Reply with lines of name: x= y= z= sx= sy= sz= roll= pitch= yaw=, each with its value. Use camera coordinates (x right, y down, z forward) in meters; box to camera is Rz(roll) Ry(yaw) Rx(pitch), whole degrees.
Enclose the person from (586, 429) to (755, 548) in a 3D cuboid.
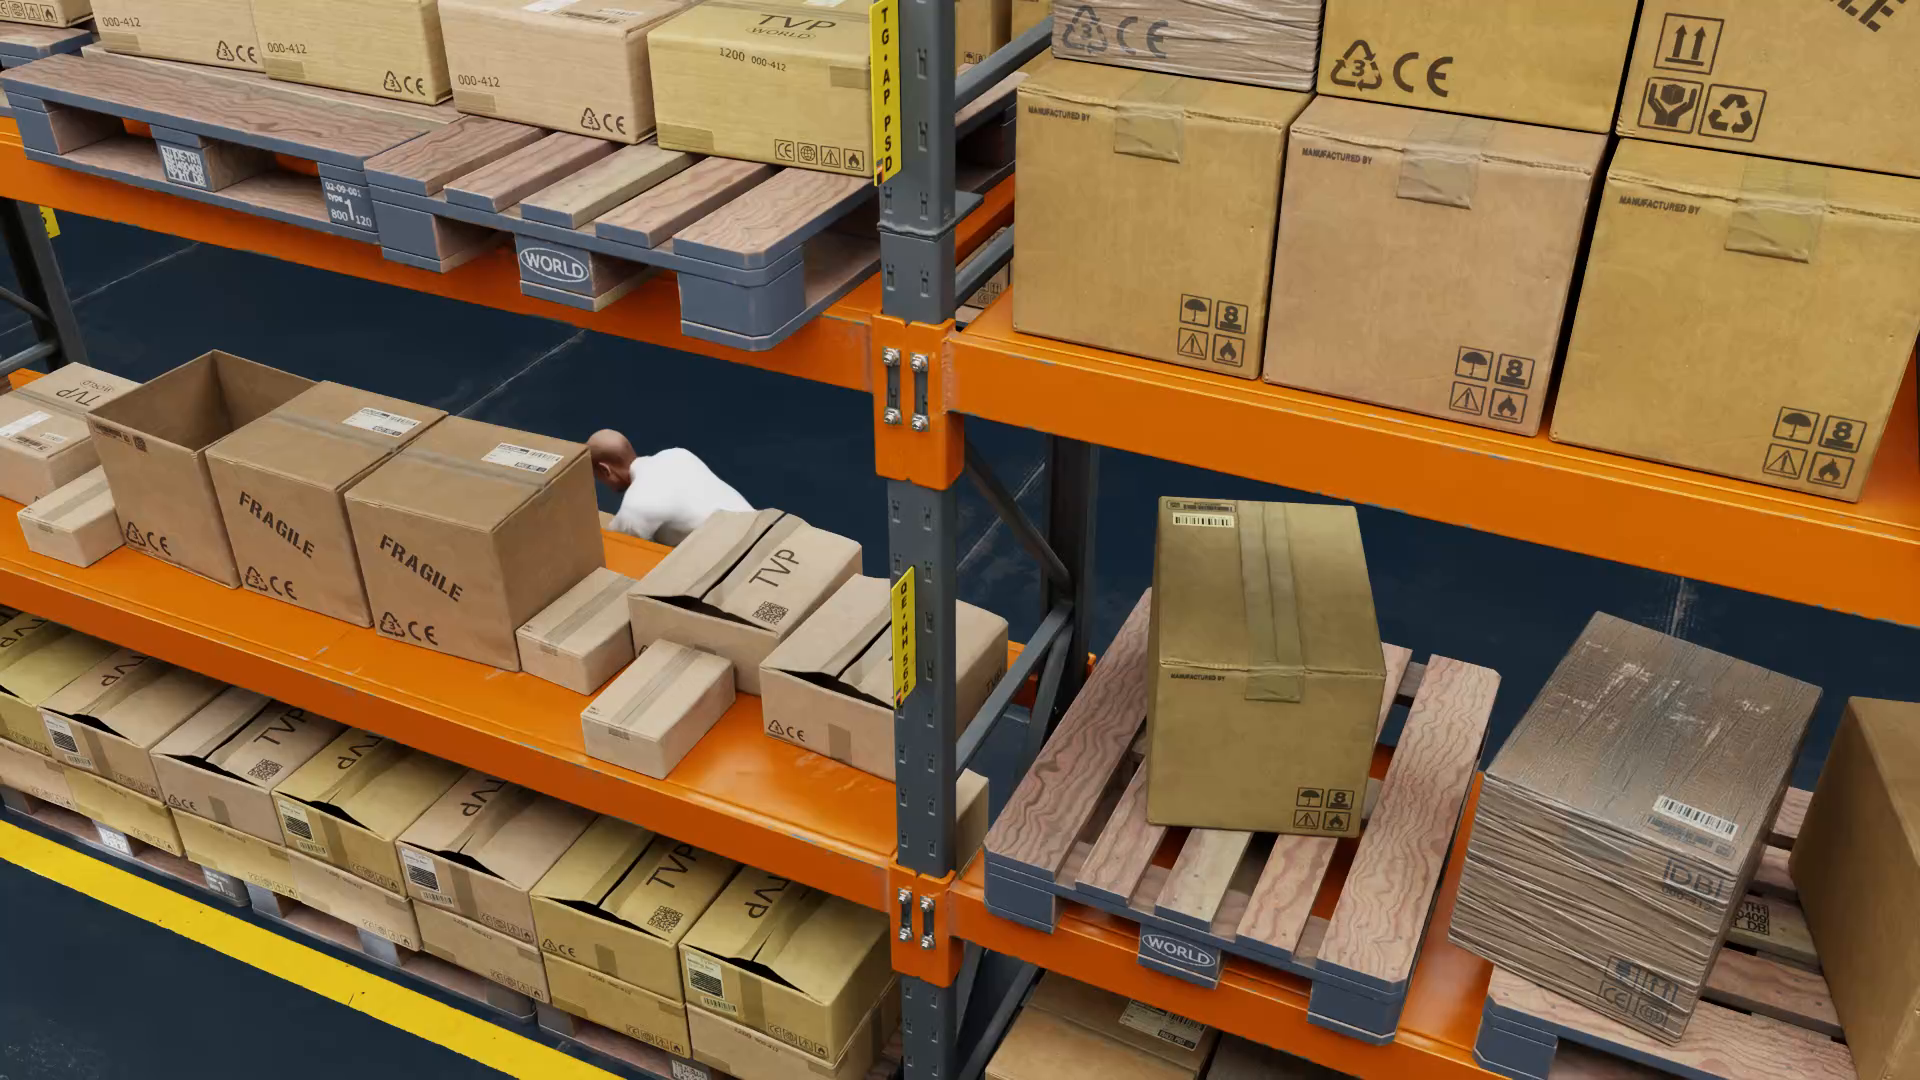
person: x=-1.172 y=0.009 z=6.859 sx=0.906 sy=0.995 sz=0.589 roll=14 pitch=36 yaw=21
